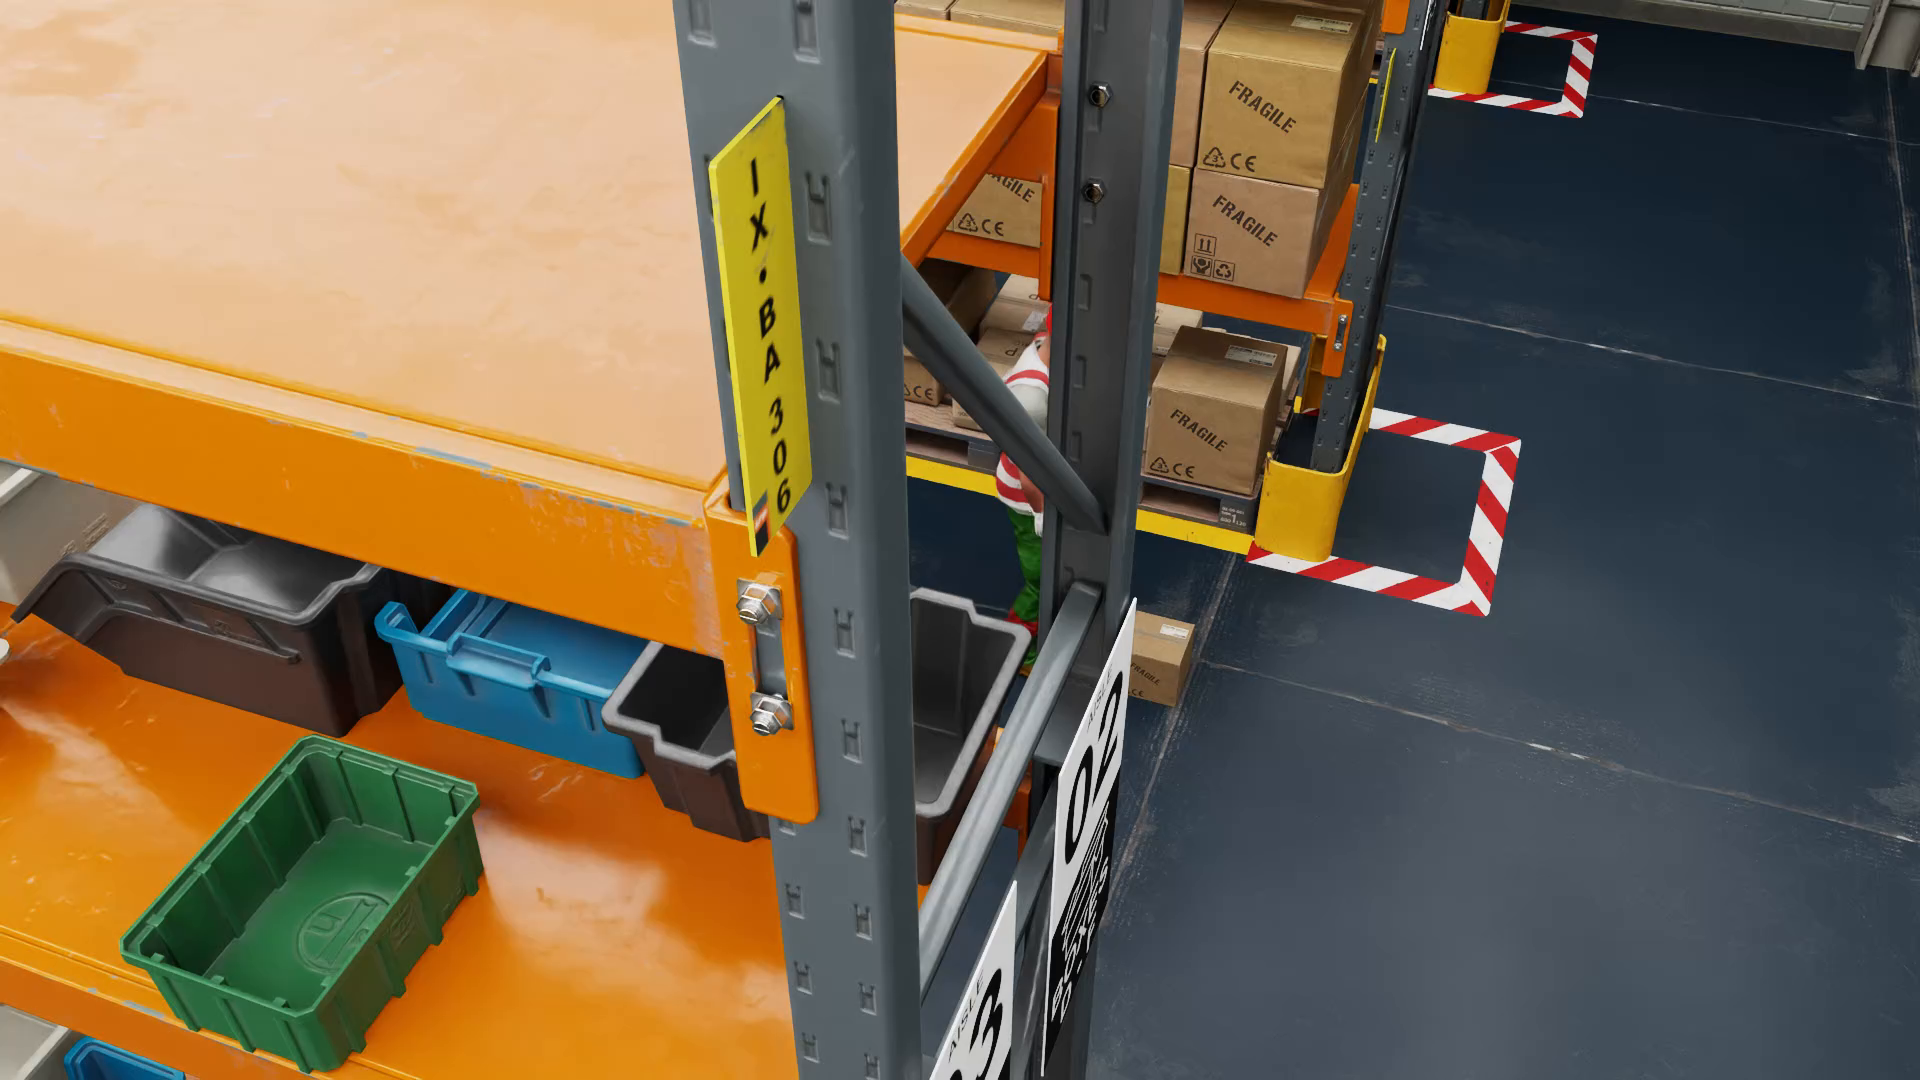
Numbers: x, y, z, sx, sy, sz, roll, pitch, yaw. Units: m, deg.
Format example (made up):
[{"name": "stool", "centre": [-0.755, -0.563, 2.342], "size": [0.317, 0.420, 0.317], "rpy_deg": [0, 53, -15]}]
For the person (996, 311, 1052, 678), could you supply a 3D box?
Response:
[{"name": "person", "centre": [0.371, -0.205, 6.505], "size": [0.414, 1.757, 0.536], "rpy_deg": [14, 43, 16]}]
